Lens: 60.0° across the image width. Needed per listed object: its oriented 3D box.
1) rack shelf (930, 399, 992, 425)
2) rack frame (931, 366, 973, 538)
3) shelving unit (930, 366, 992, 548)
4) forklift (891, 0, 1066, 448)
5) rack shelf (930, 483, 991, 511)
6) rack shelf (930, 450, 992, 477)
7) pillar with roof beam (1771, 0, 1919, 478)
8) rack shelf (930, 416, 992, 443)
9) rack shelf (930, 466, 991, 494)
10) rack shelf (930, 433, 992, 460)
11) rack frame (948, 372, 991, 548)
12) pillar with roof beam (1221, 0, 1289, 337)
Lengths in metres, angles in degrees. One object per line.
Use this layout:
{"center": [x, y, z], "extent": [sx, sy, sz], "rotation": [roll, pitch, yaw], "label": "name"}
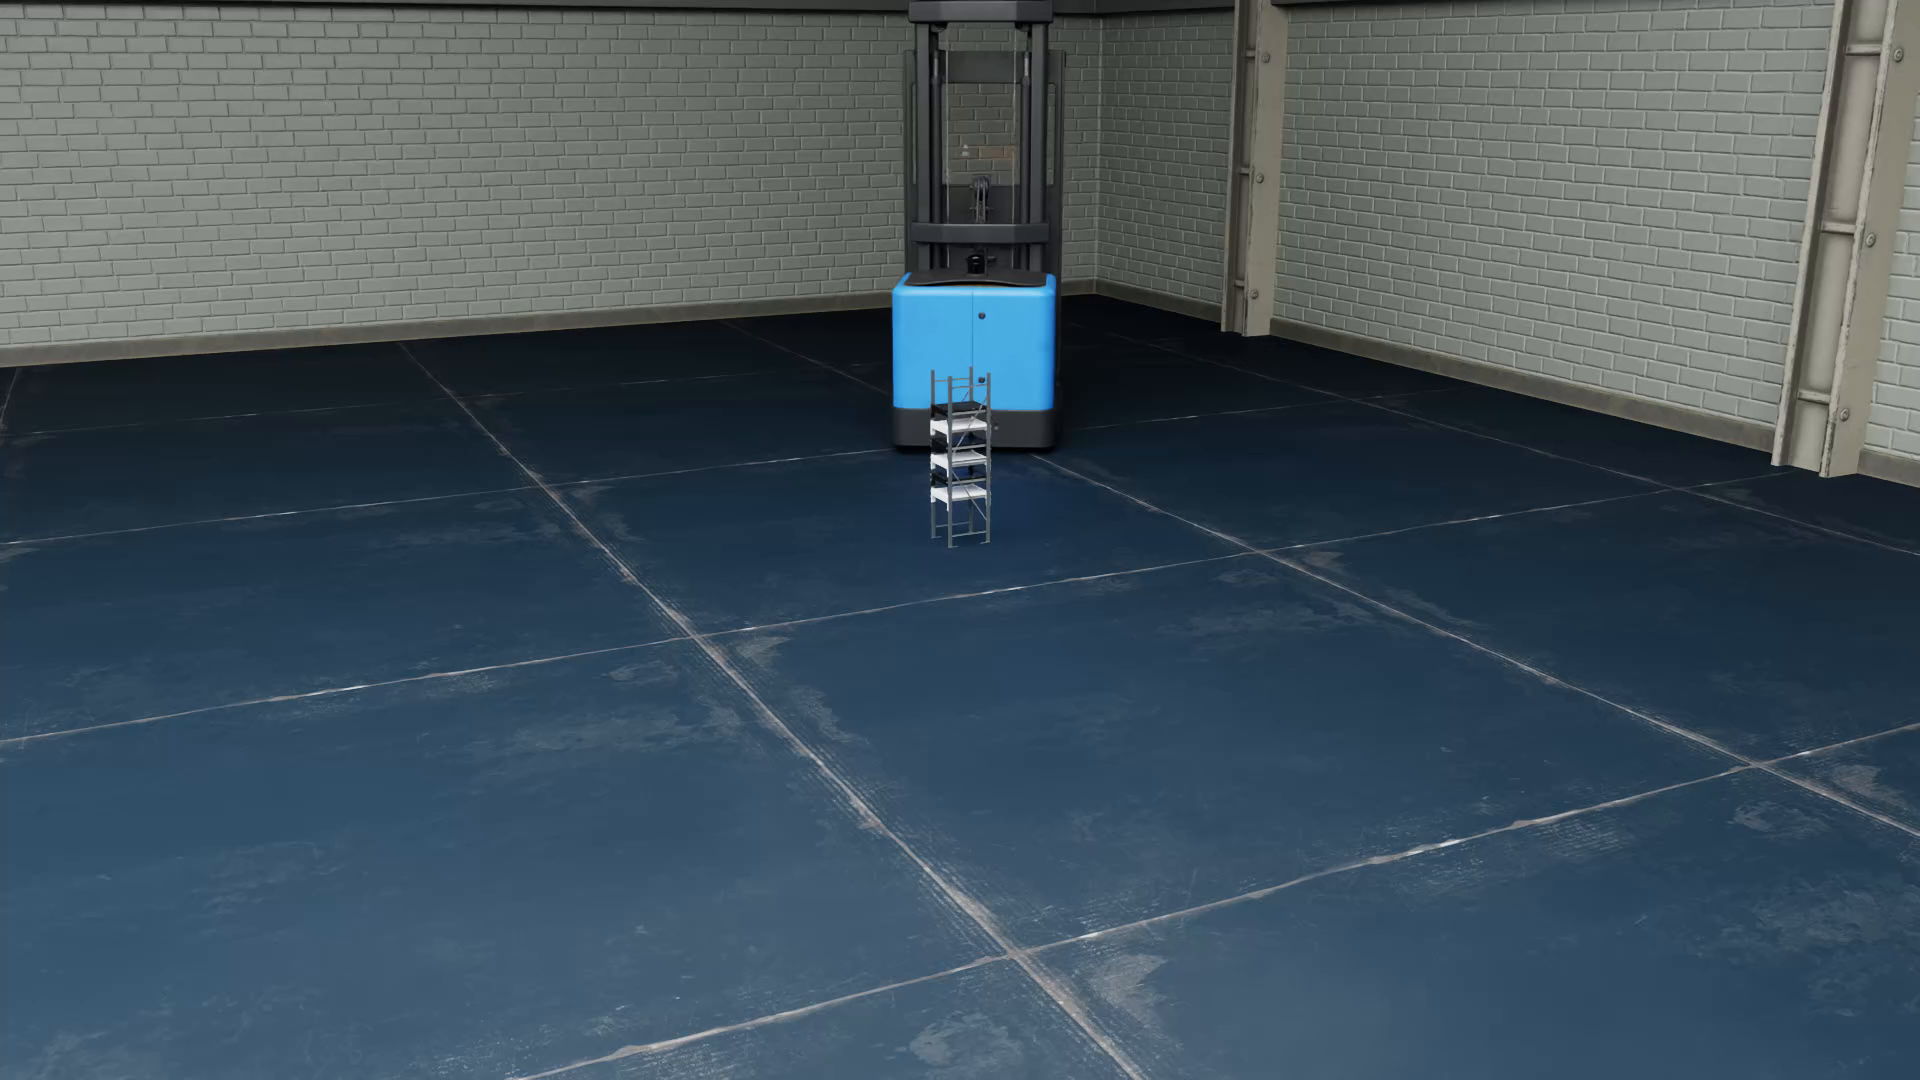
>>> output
{"center": [0.004, -0.658, 8.554], "extent": [0.258, 0.077, 0.200], "rotation": [-8, 18, -25], "label": "rack shelf"}
{"center": [-0.041, -0.456, 8.707], "extent": [0.240, 0.900, 0.006], "rotation": [-8, 18, -25], "label": "rack frame"}
{"center": [0.004, -0.431, 8.620], "extent": [0.258, 0.900, 0.210], "rotation": [-8, 18, -25], "label": "shelving unit"}
{"center": [0.176, -2.347, 11.615], "extent": [1.130, 2.935, 3.031], "rotation": [1, 16, 4], "label": "forklift"}
{"center": [0.004, -0.225, 8.678], "extent": [0.258, 0.077, 0.200], "rotation": [-8, 18, -25], "label": "rack shelf"}
{"center": [0.004, -0.398, 8.629], "extent": [0.258, 0.077, 0.200], "rotation": [-8, 18, -25], "label": "rack shelf"}
{"center": [1.423, -4.249, 7.243], "extent": [9.100, 9.000, 0.400], "rotation": [-8, 18, -25], "label": "pillar with roof beam"}
{"center": [0.004, -0.572, 8.579], "extent": [0.258, 0.077, 0.200], "rotation": [-8, 18, -25], "label": "rack shelf"}
{"center": [0.004, -0.312, 8.654], "extent": [0.258, 0.077, 0.200], "rotation": [-8, 18, -25], "label": "rack shelf"}
{"center": [0.004, -0.485, 8.604], "extent": [0.258, 0.077, 0.200], "rotation": [-8, 18, -25], "label": "rack shelf"}
{"center": [0.048, -0.405, 8.532], "extent": [0.240, 0.900, 0.006], "rotation": [-8, 18, -25], "label": "rack frame"}
{"center": [-1.205, -5.737, 12.427], "extent": [9.100, 9.000, 0.400], "rotation": [-8, 18, -25], "label": "pillar with roof beam"}
